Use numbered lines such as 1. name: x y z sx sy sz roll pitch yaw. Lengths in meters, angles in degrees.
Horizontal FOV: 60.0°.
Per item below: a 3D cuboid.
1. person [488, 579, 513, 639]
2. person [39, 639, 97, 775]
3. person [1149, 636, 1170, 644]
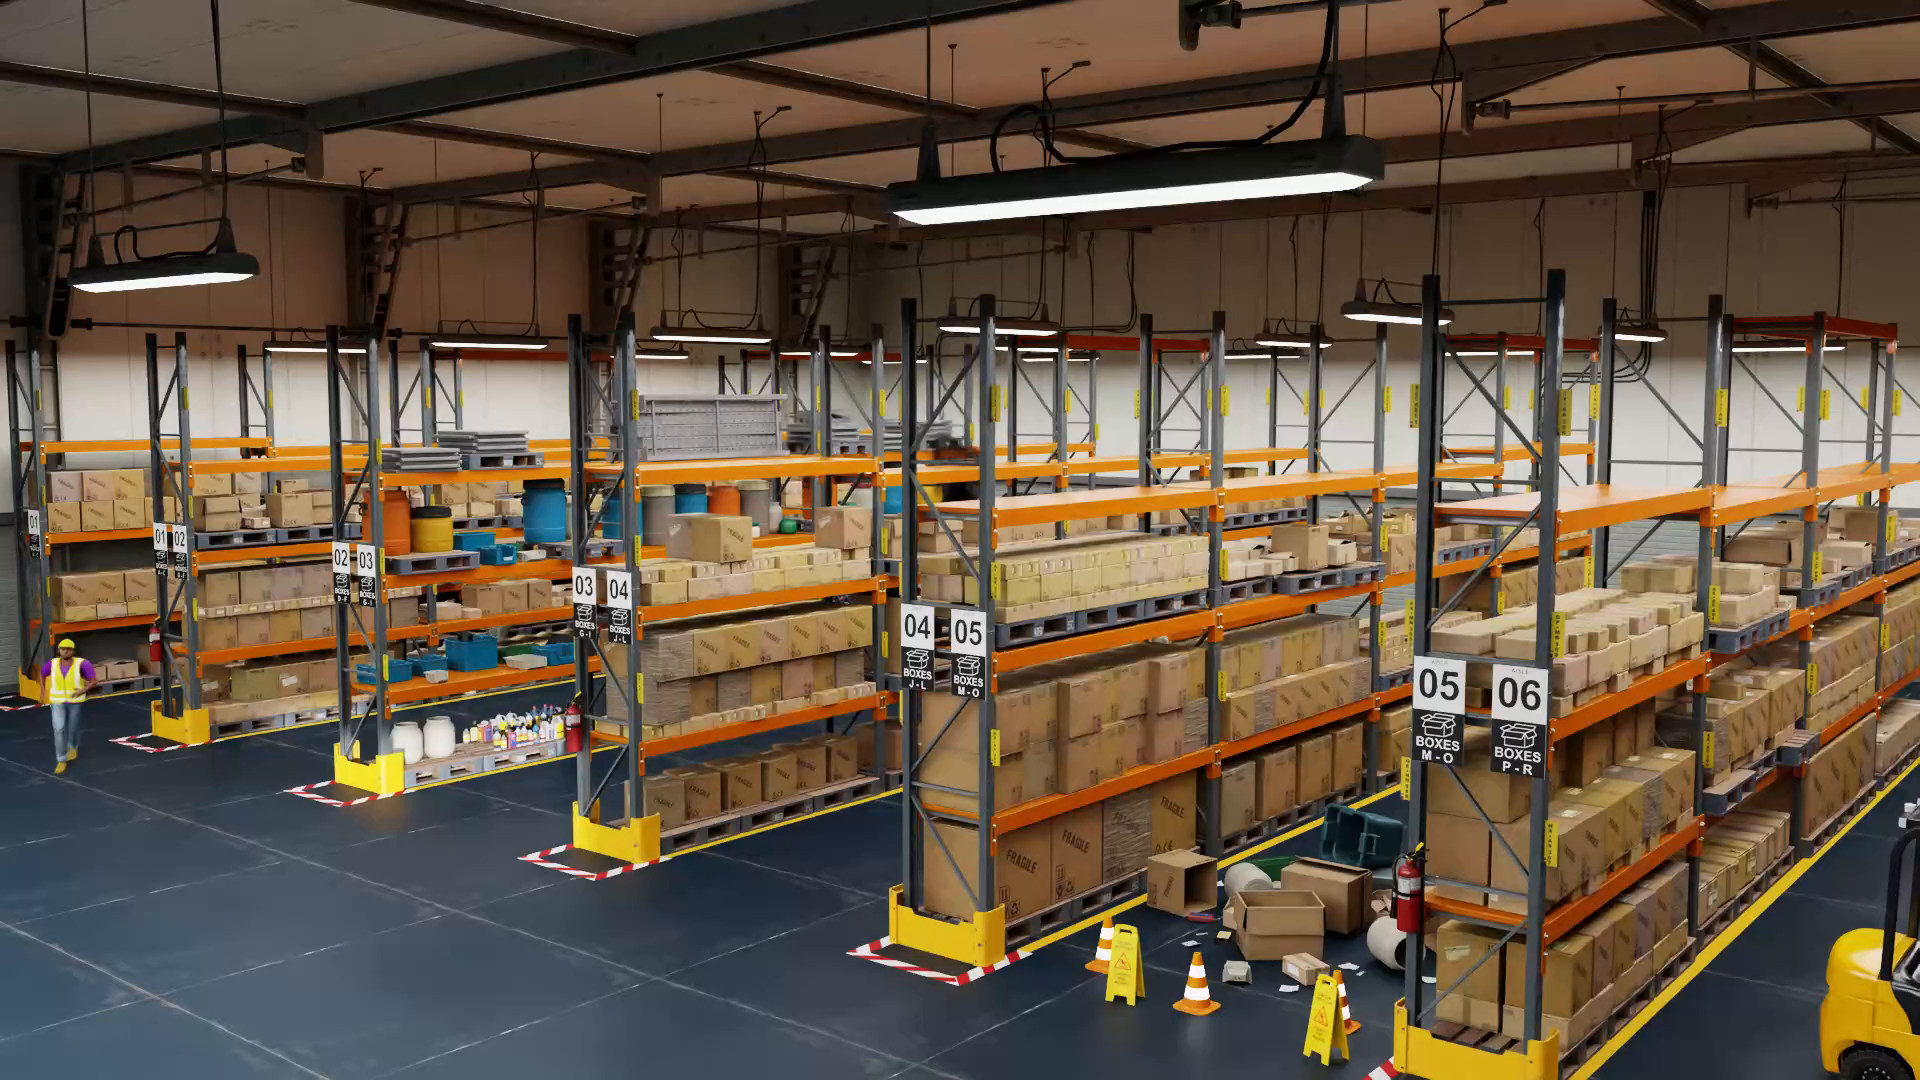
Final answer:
1. person: -8.613 1.552 31.341 0.616 1.627 0.550 4 6 35
2. person: -12.226 2.234 22.804 0.719 1.784 0.927 -2 6 -24
3. person: 2.681 1.891 23.887 0.576 1.728 0.843 3 6 34
